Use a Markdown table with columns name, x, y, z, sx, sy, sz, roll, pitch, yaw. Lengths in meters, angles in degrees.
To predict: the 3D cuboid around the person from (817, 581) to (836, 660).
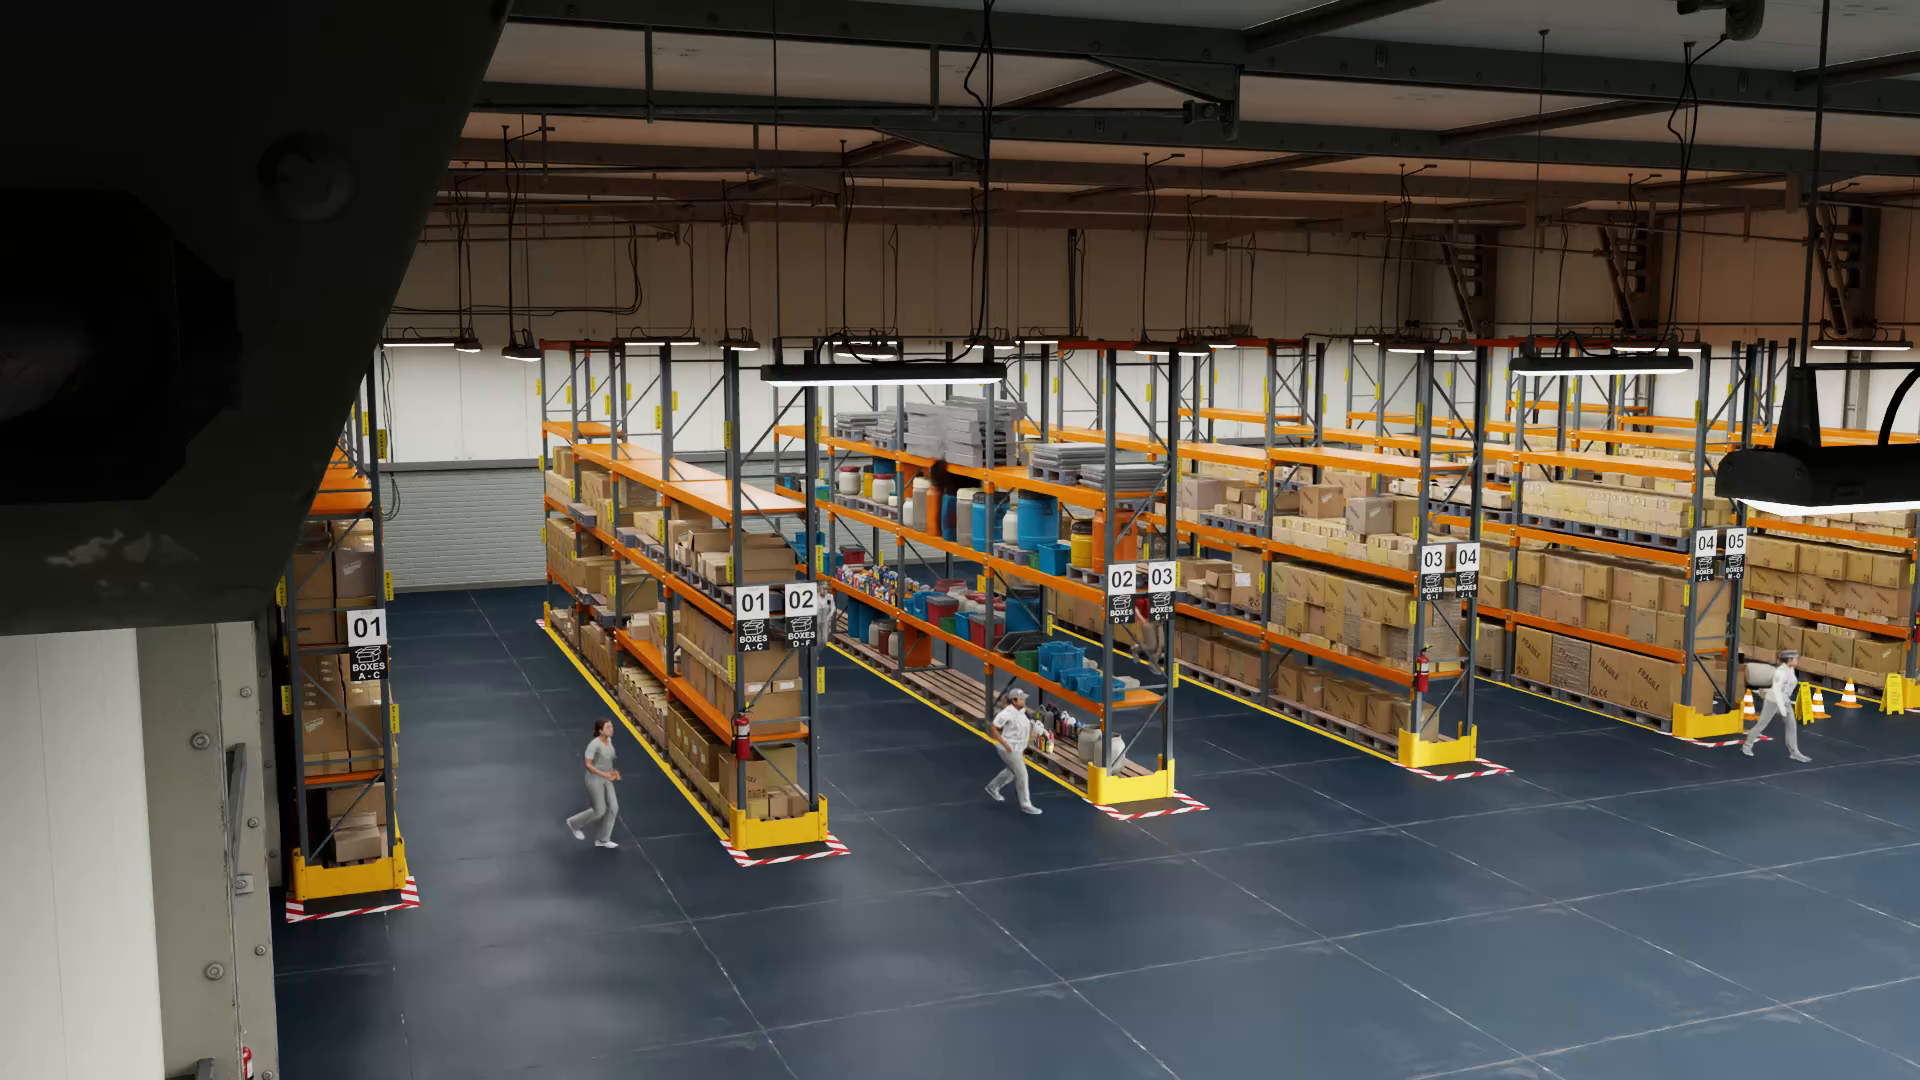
| name | x | y | z | sx | sy | sz | roll | pitch | yaw |
| --- | --- | --- | --- | --- | --- | --- | --- | --- | --- |
| person | -2.533 | 1.441 | 29.930 | 0.610 | 1.479 | 0.668 | -4 | 9 | -29 |

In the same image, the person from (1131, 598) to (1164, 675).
| name | x | y | z | sx | sy | sz | roll | pitch | yaw |
| --- | --- | --- | --- | --- | --- | --- | --- | --- | --- |
| person | 3.308 | 1.467 | 28.936 | 0.675 | 1.689 | 0.637 | -5 | 9 | -35 |

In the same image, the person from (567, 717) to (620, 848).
| name | x | y | z | sx | sy | sz | roll | pitch | yaw |
| --- | --- | --- | --- | --- | --- | --- | --- | --- | --- |
| person | -4.436 | 2.938 | 20.176 | 0.735 | 1.599 | 0.560 | 3 | 8 | 24 |

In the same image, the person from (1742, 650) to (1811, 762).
| name | x | y | z | sx | sy | sz | roll | pitch | yaw |
| --- | --- | --- | --- | --- | --- | --- | --- | --- | --- |
| person | 11.938 | 2.383 | 24.235 | 0.627 | 1.626 | 0.866 | -6 | 10 | -39 |

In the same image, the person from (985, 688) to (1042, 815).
| name | x | y | z | sx | sy | sz | roll | pitch | yaw |
| --- | --- | --- | --- | --- | --- | --- | --- | --- | --- |
| person | 0.659 | 2.716 | 21.569 | 0.851 | 1.643 | 0.611 | 3 | 8 | 24 |
